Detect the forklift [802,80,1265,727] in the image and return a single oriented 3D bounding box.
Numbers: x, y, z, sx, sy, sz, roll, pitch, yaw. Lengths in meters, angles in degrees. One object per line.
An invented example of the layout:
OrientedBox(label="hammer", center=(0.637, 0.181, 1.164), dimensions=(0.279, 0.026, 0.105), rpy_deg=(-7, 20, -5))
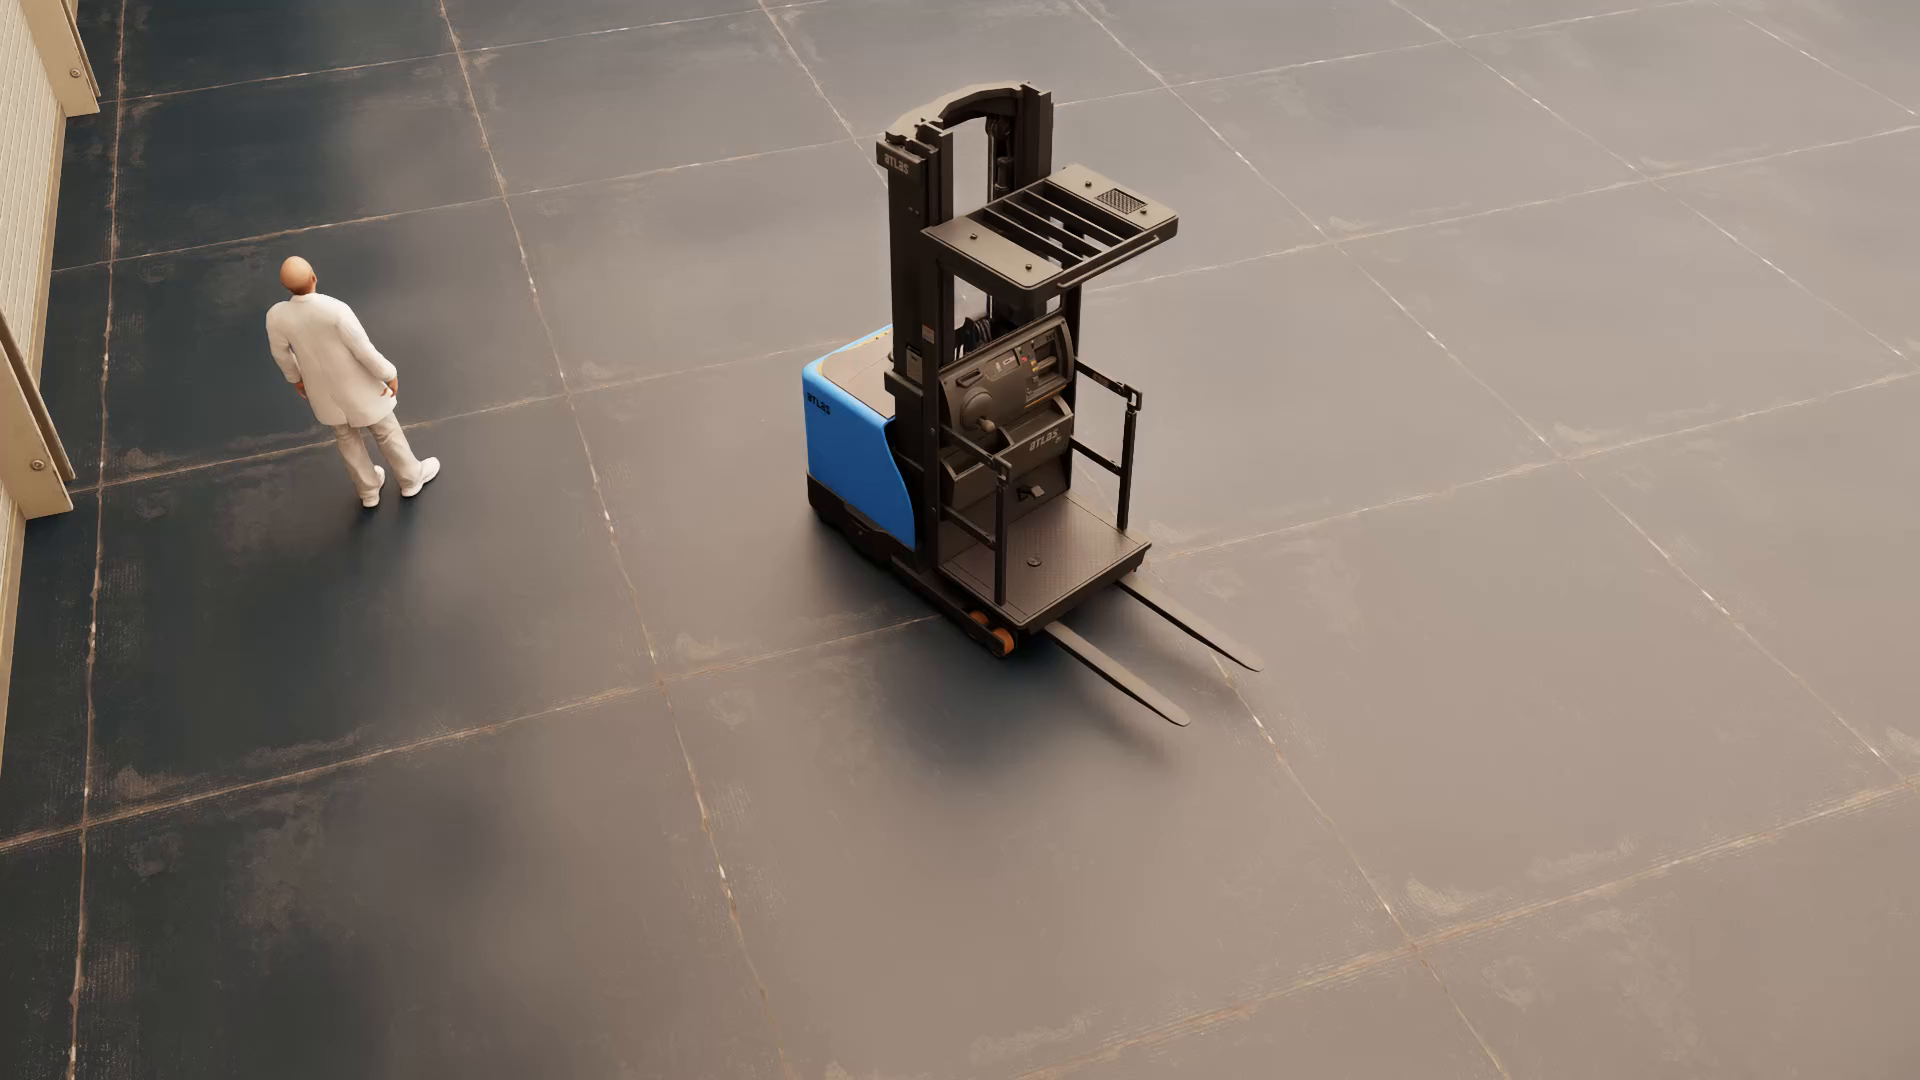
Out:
OrientedBox(label="forklift", center=(0.409, -0.833, 8.988), dimensions=(1.130, 2.935, 3.031), rpy_deg=(-30, 49, -31))

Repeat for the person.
OrientedBox(label="person", center=(-3.716, -1.004, 10.078), dimensions=(0.695, 1.776, 0.583), rpy_deg=(3, 40, 3))
